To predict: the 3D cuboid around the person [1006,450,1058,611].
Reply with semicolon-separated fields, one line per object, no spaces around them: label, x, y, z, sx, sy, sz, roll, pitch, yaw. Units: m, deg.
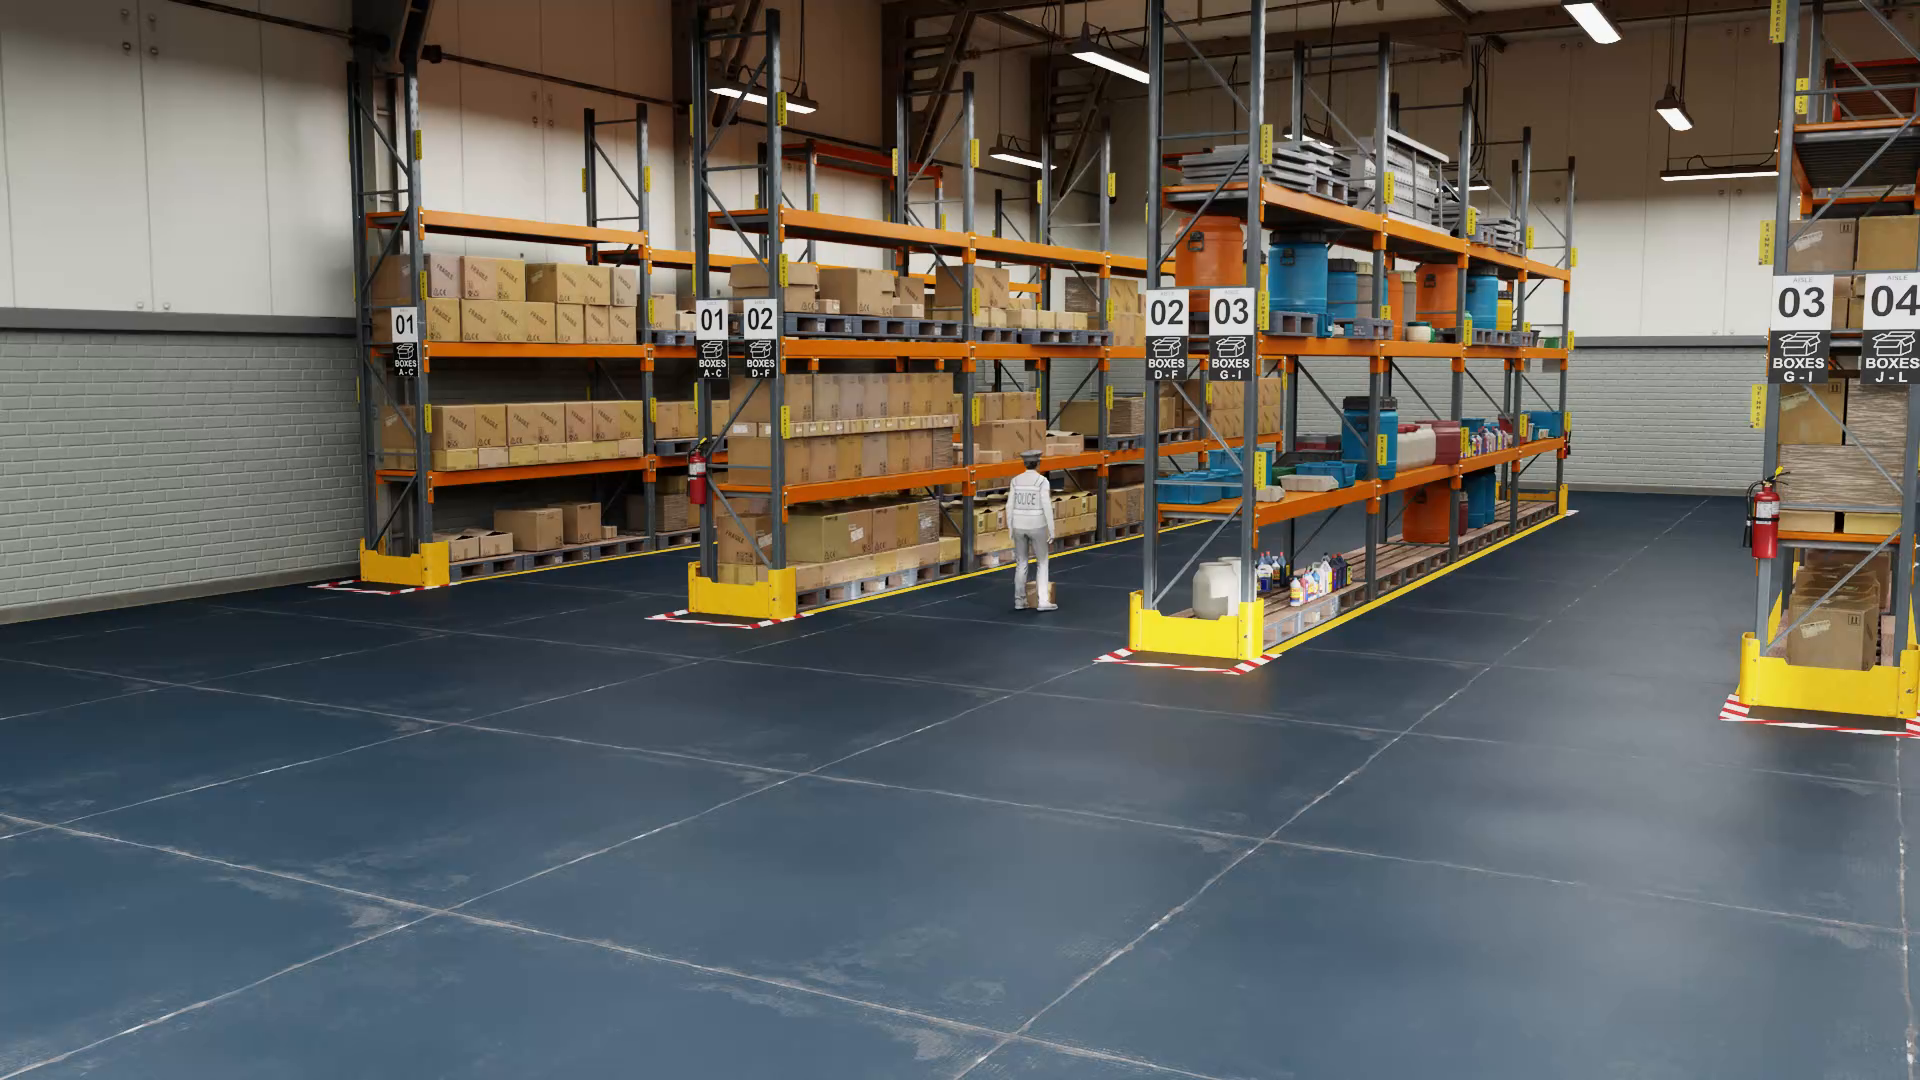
person;0.738;-0.101;17.305;0.532;1.663;0.378;3;7;28
